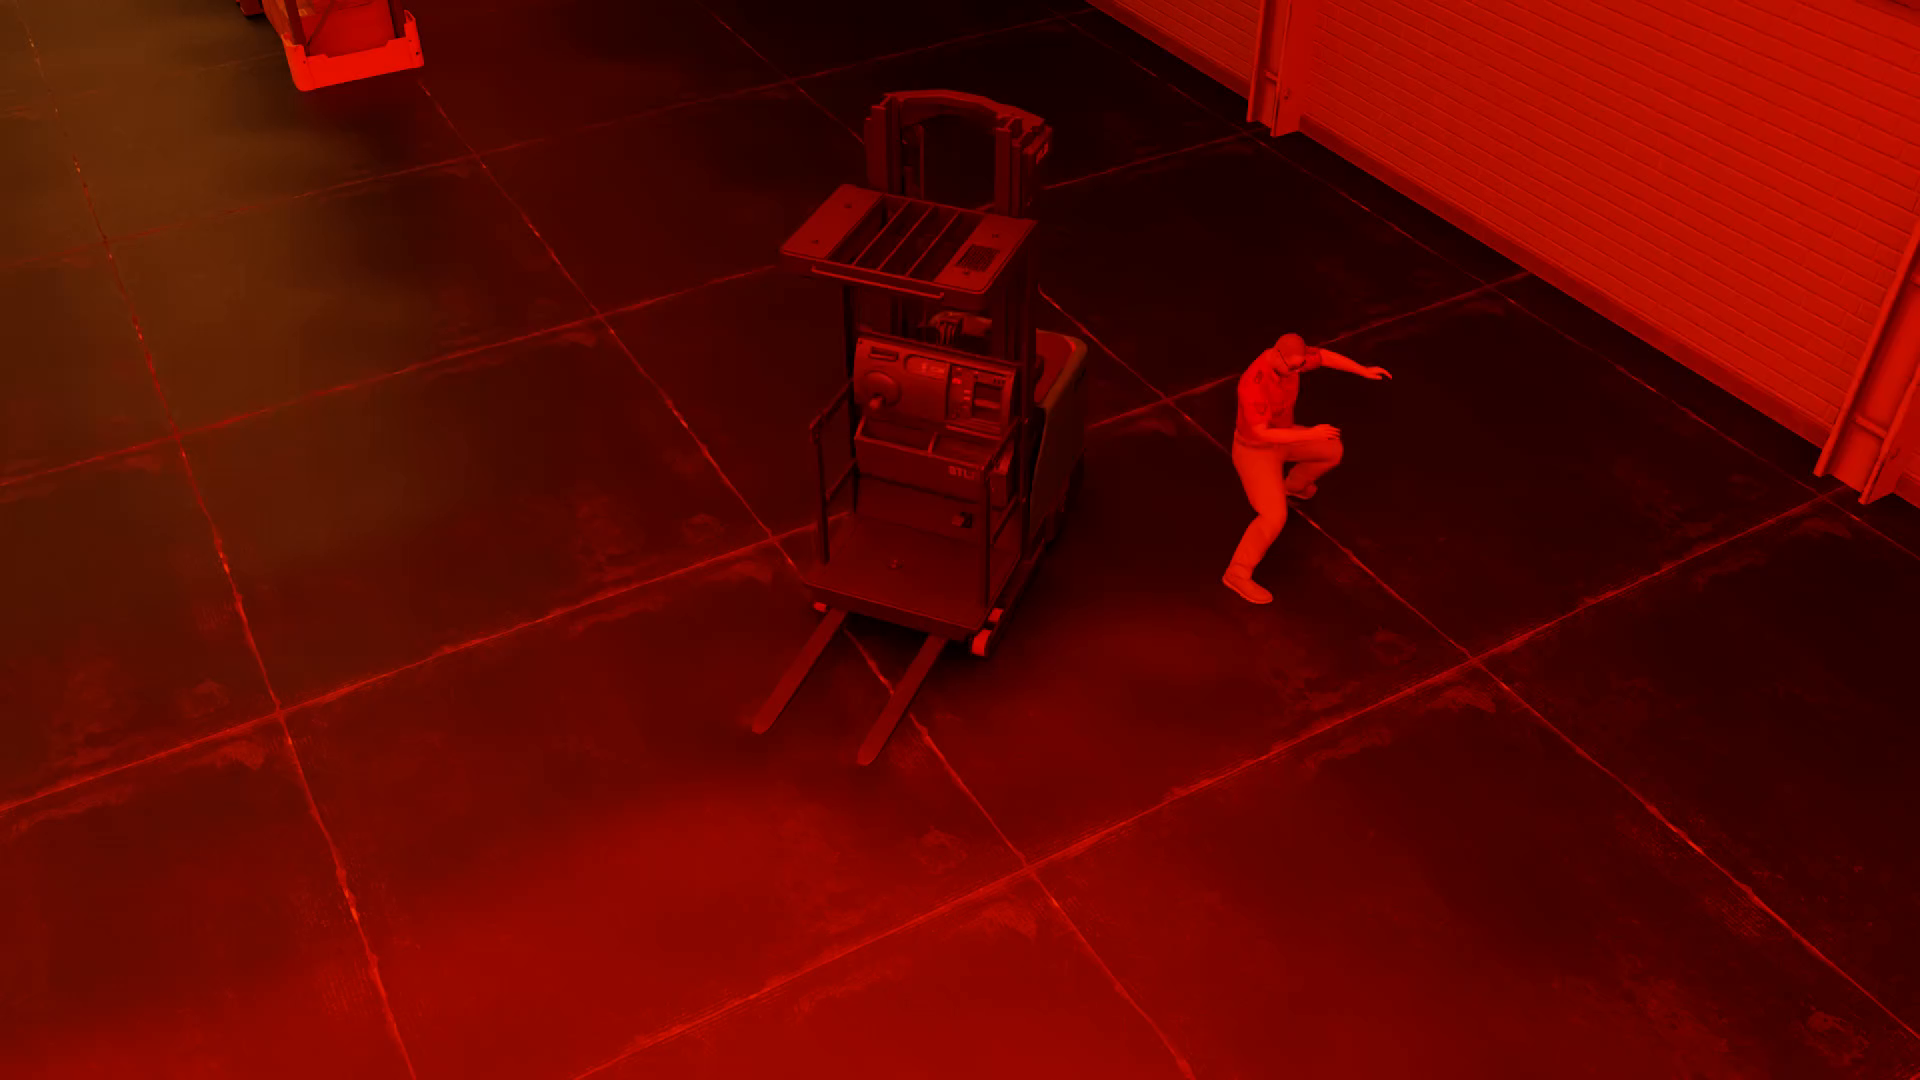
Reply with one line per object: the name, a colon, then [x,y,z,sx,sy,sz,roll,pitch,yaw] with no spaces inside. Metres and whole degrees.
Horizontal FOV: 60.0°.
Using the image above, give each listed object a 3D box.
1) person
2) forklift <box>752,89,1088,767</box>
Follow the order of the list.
person: [1.983,-0.552,9.838,0.688,1.506,1.146,31,49,32]
forklift: [-0.225,-0.766,8.959,1.130,2.935,3.031,14,42,17]
